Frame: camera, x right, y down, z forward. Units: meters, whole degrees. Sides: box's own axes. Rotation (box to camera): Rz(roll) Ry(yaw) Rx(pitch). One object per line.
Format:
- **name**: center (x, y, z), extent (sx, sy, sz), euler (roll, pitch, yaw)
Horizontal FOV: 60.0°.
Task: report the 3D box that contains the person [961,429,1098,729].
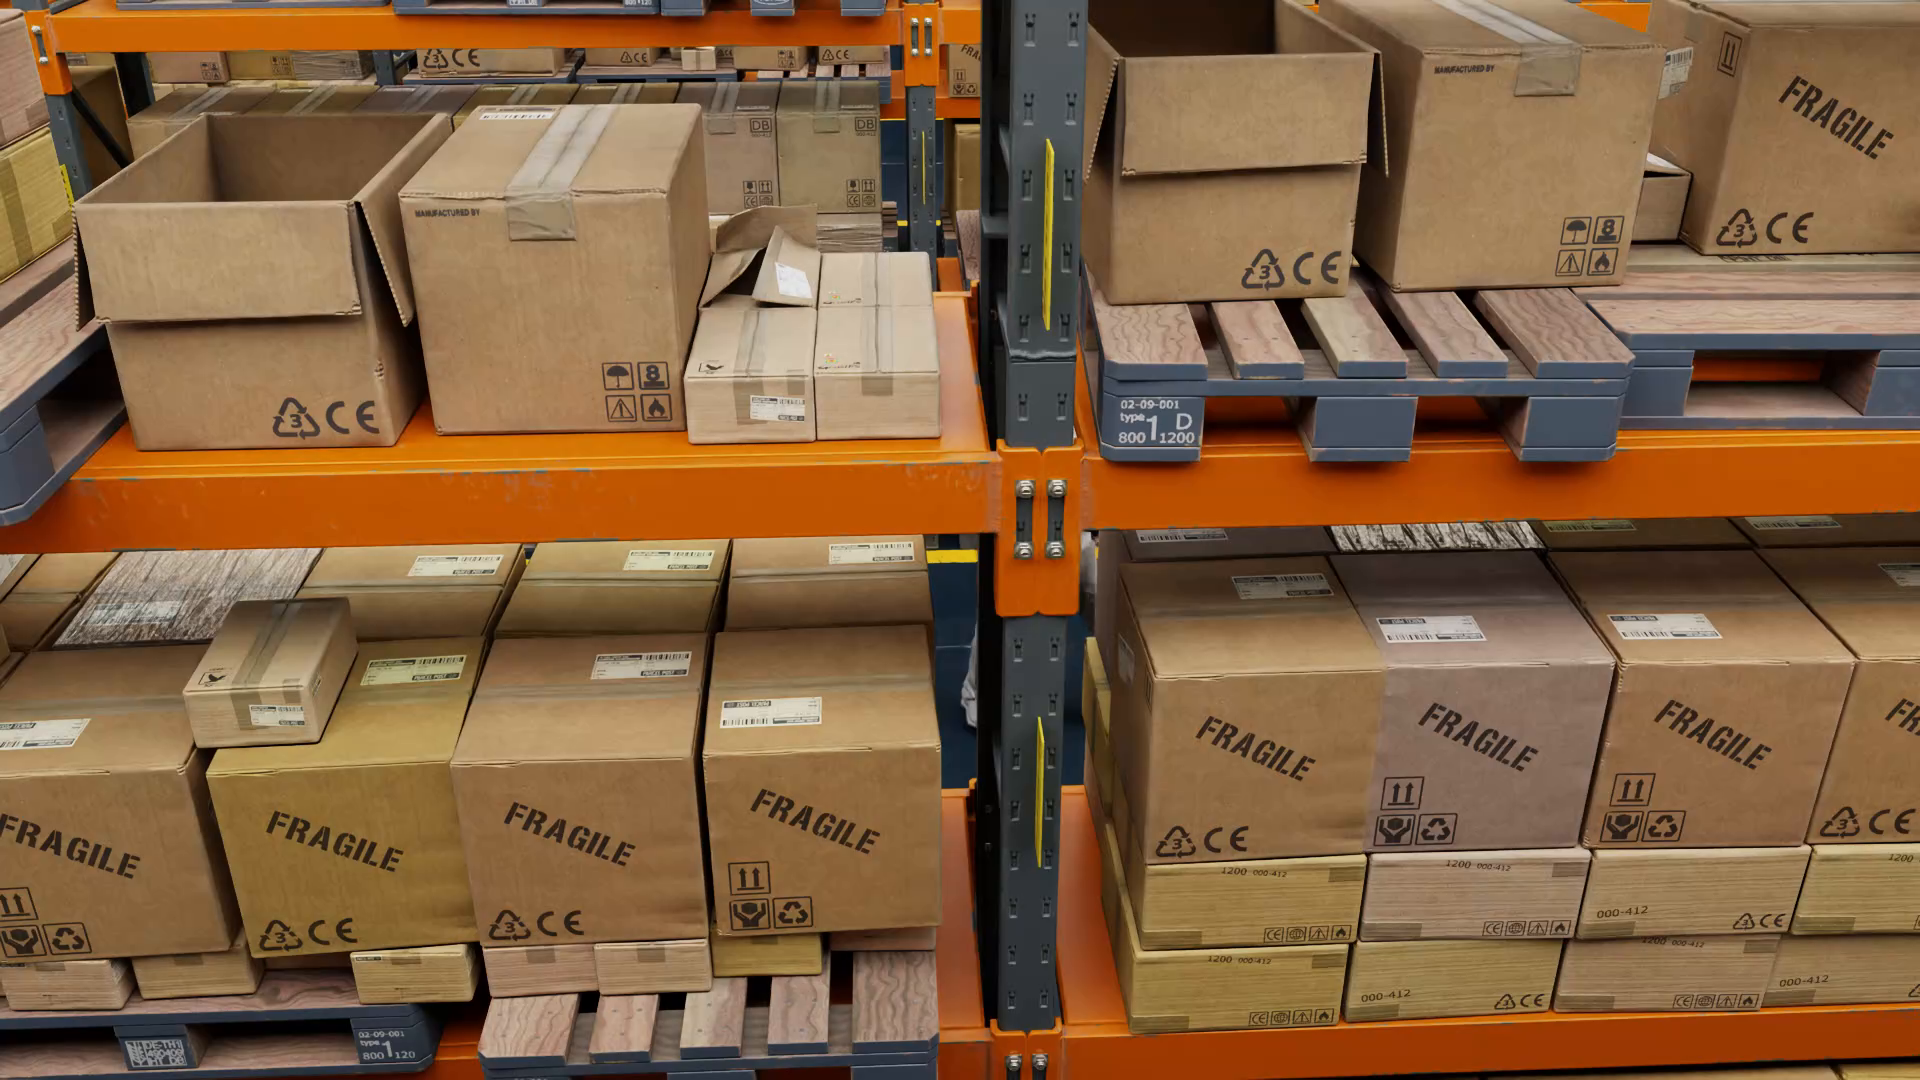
- **person**: center (0.449, 0.046, 6.999), extent (0.776, 1.728, 0.838), euler (-20, 34, -34)
